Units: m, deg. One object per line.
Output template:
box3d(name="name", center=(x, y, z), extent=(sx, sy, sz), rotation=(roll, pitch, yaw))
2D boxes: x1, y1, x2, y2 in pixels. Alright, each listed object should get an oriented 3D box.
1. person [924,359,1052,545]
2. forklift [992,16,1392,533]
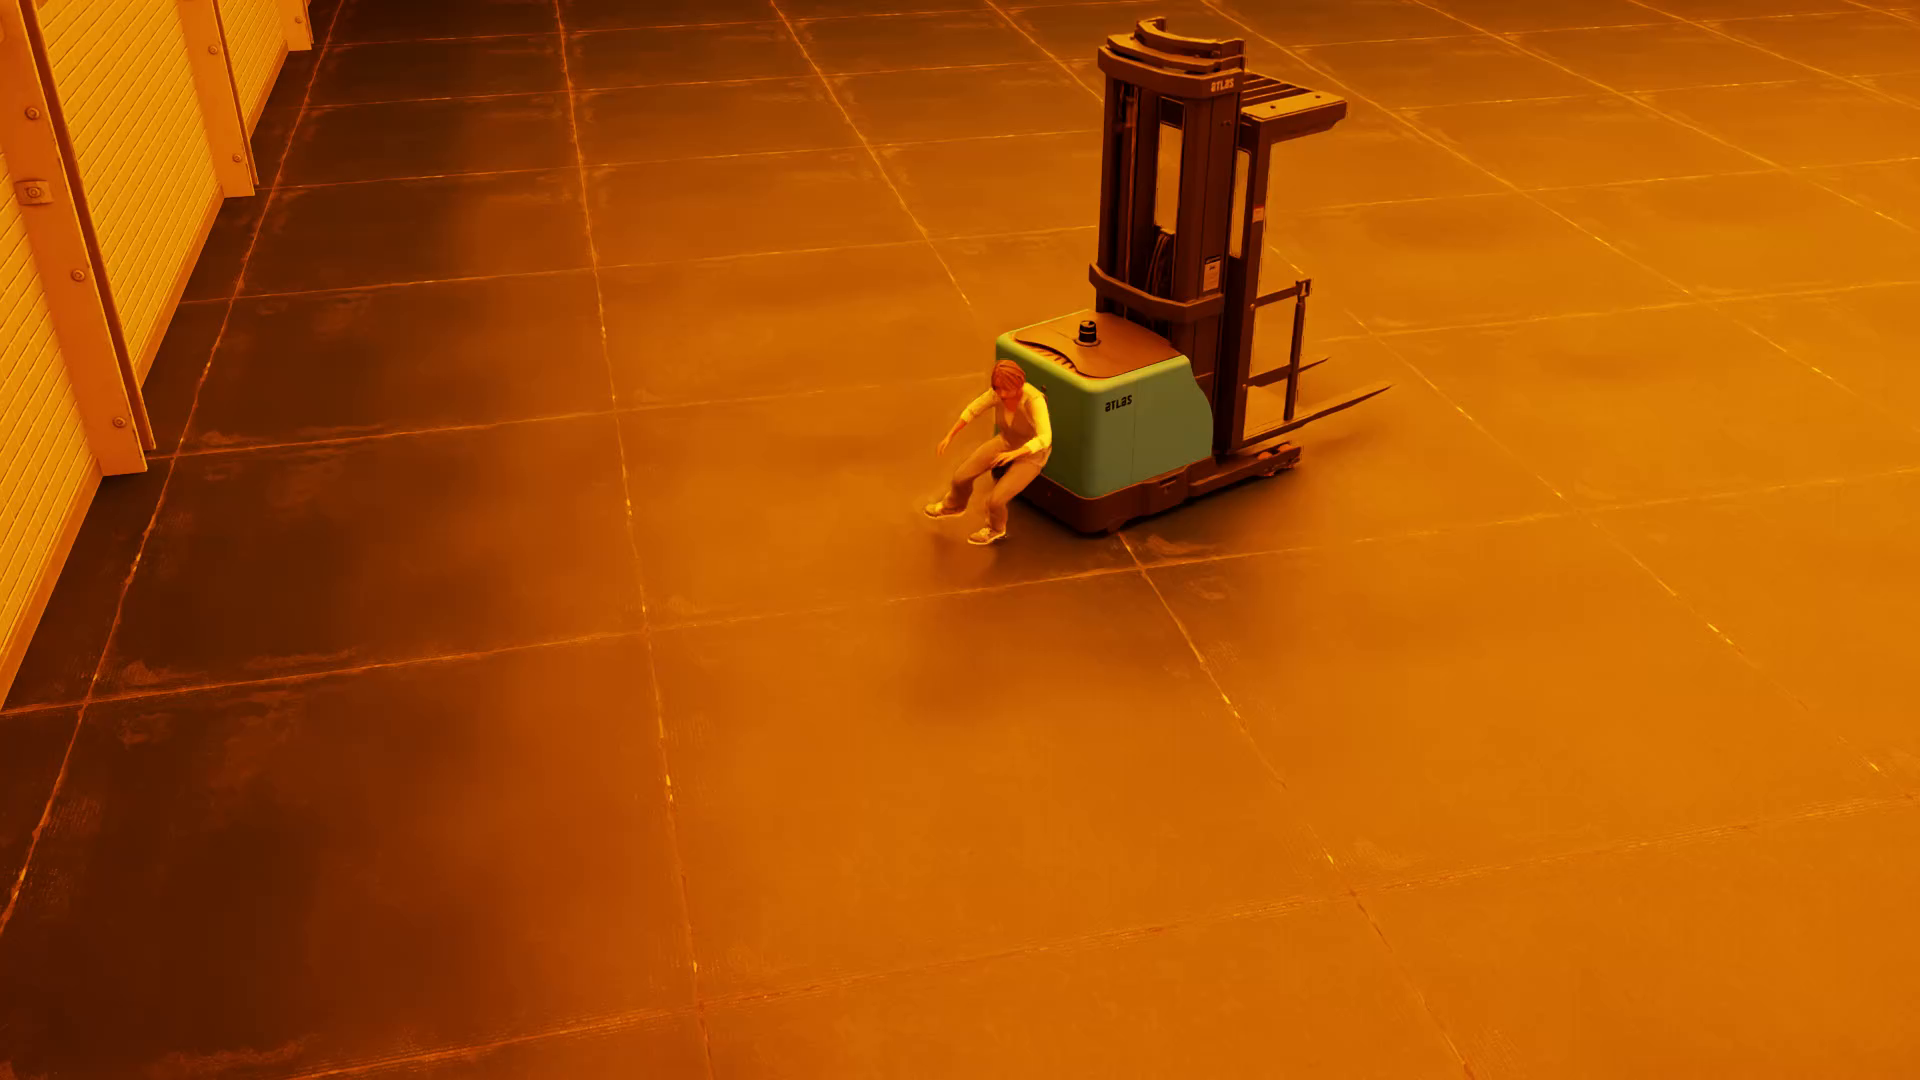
box3d(name="person", center=(0.133, -0.480, 9.987), extent=(1.027, 1.366, 0.849), rotation=(18, 35, 28))
box3d(name="forklift", center=(1.703, -1.889, 10.837), extent=(3.031, 2.935, 1.130), rotation=(-20, 36, -31))
